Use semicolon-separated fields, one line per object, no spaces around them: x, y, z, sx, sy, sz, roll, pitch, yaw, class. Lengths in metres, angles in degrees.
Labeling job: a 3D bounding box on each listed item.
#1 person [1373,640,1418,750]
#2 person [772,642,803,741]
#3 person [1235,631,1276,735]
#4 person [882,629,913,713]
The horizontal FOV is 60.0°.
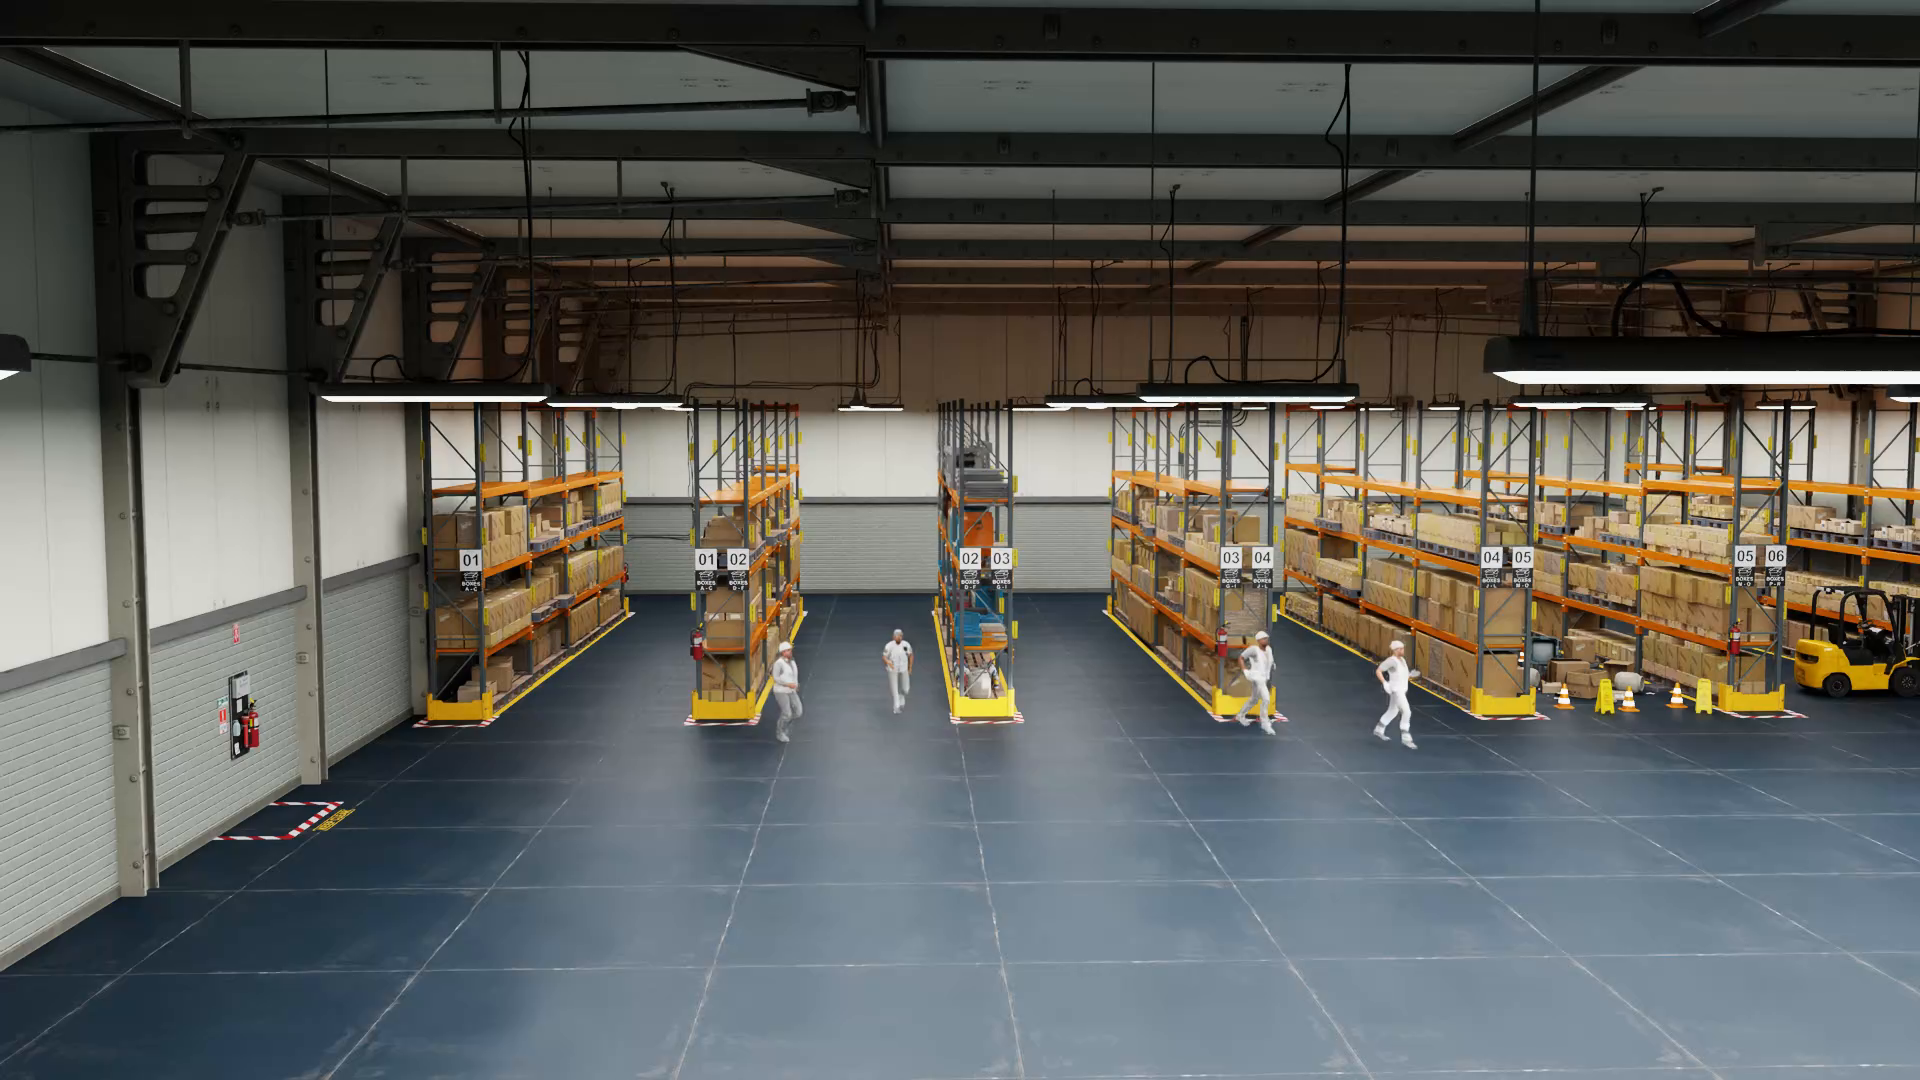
7.512;2.641;28.619;0.839;1.835;0.634;3;5;33;person
-3.004;2.650;29.138;0.590;1.743;0.693;3;5;33;person
5.389;2.539;30.005;0.885;1.810;0.681;4;6;40;person
-1.175;2.516;31.832;0.618;1.613;0.560;-1;4;-11;person
